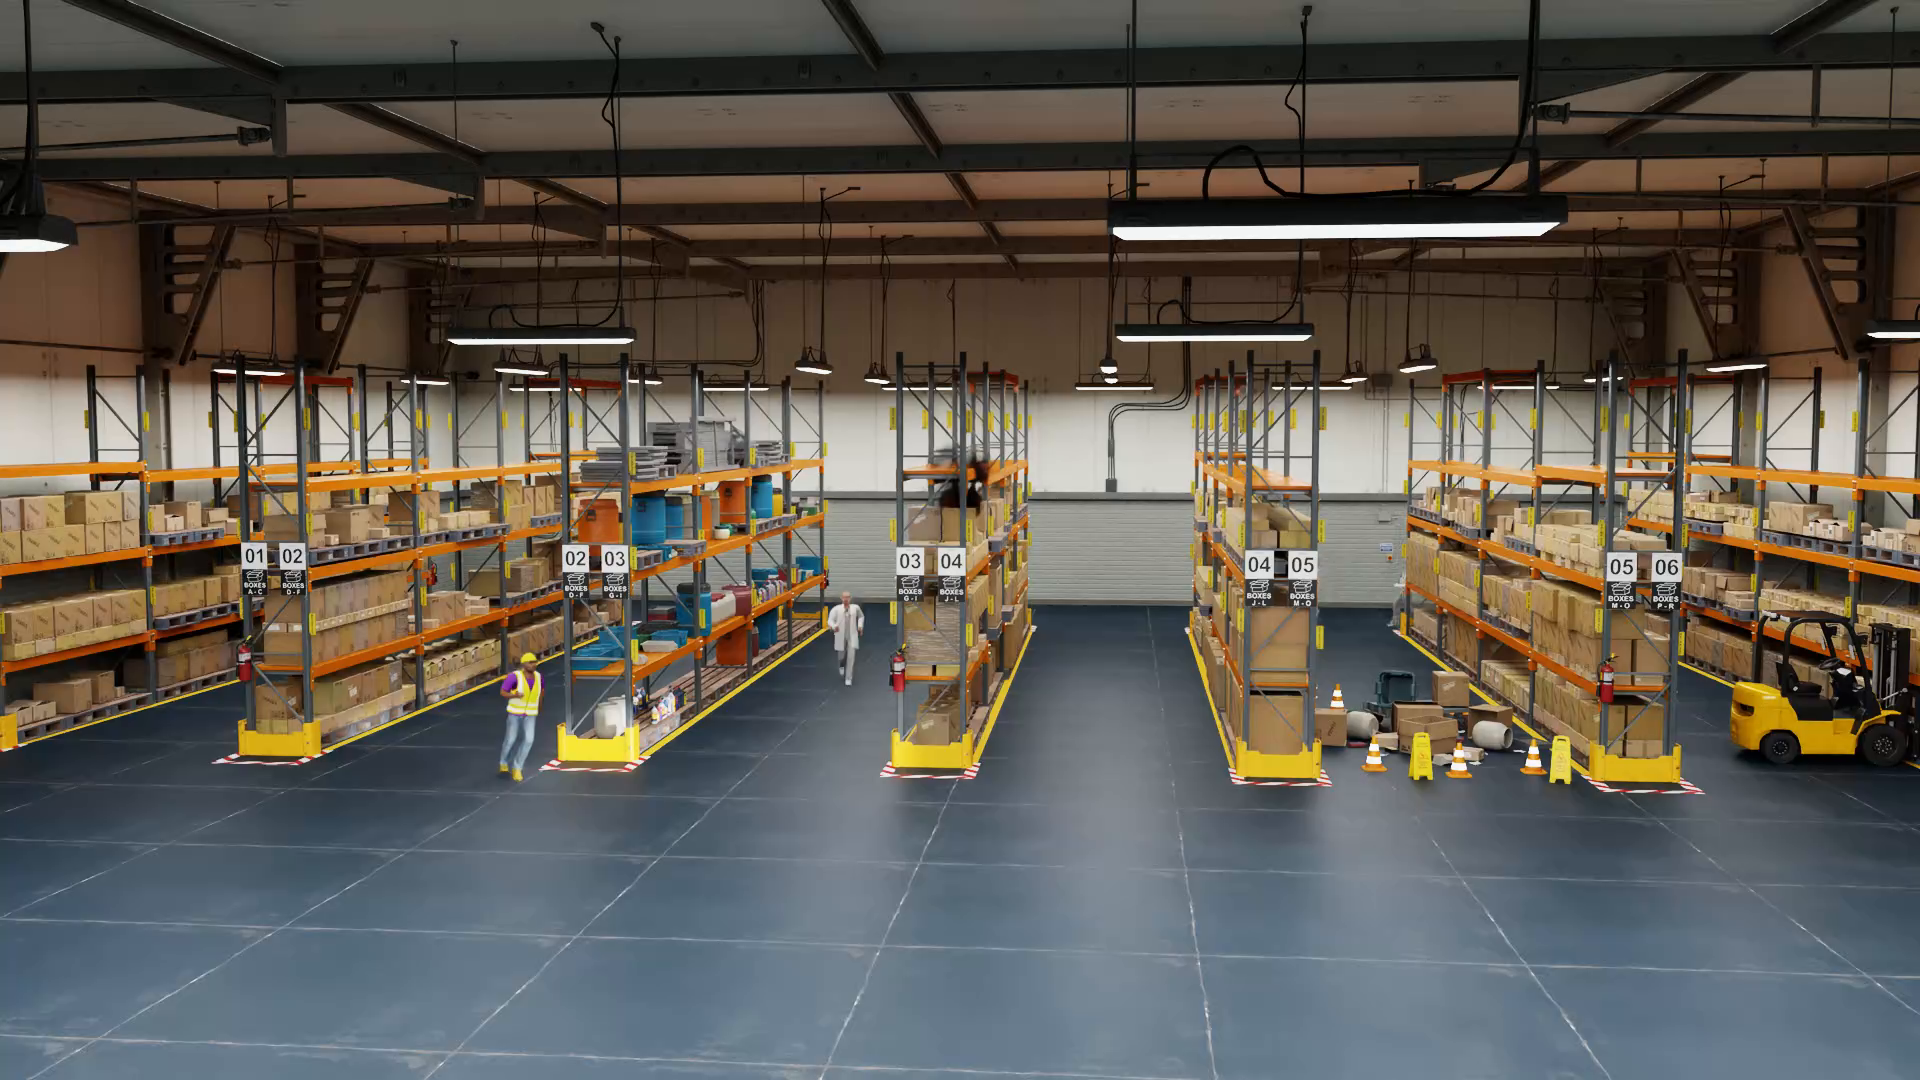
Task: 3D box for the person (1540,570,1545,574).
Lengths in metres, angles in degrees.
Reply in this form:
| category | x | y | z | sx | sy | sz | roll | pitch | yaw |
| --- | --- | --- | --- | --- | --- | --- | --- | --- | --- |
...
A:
| category | x | y | z | sx | sy | sz | roll | pitch | yaw |
| --- | --- | --- | --- | --- | --- | --- | --- | --- | --- |
| person | 12.658 | 1.530 | 36.465 | 0.719 | 1.749 | 0.616 | 0 | 4 | 3 |

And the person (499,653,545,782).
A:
| category | x | y | z | sx | sy | sz | roll | pitch | yaw |
| --- | --- | --- | --- | --- | --- | --- | --- | --- | --- |
| person | -6.139 | 2.476 | 23.448 | 0.703 | 1.783 | 0.716 | -2 | 5 | -28 |

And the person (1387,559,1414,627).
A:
| category | x | y | z | sx | sy | sz | roll | pitch | yaw |
| --- | --- | --- | --- | --- | --- | --- | --- | --- | --- |
| person | 10.770 | 1.293 | 40.253 | 0.826 | 1.685 | 0.603 | 1 | 4 | 15 |

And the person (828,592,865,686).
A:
| category | x | y | z | sx | sy | sz | roll | pitch | yaw |
| --- | --- | --- | --- | --- | --- | --- | --- | --- | --- |
| person | -2.166 | 1.864 | 31.802 | 0.720 | 1.757 | 0.962 | -1 | 4 | -9 |
